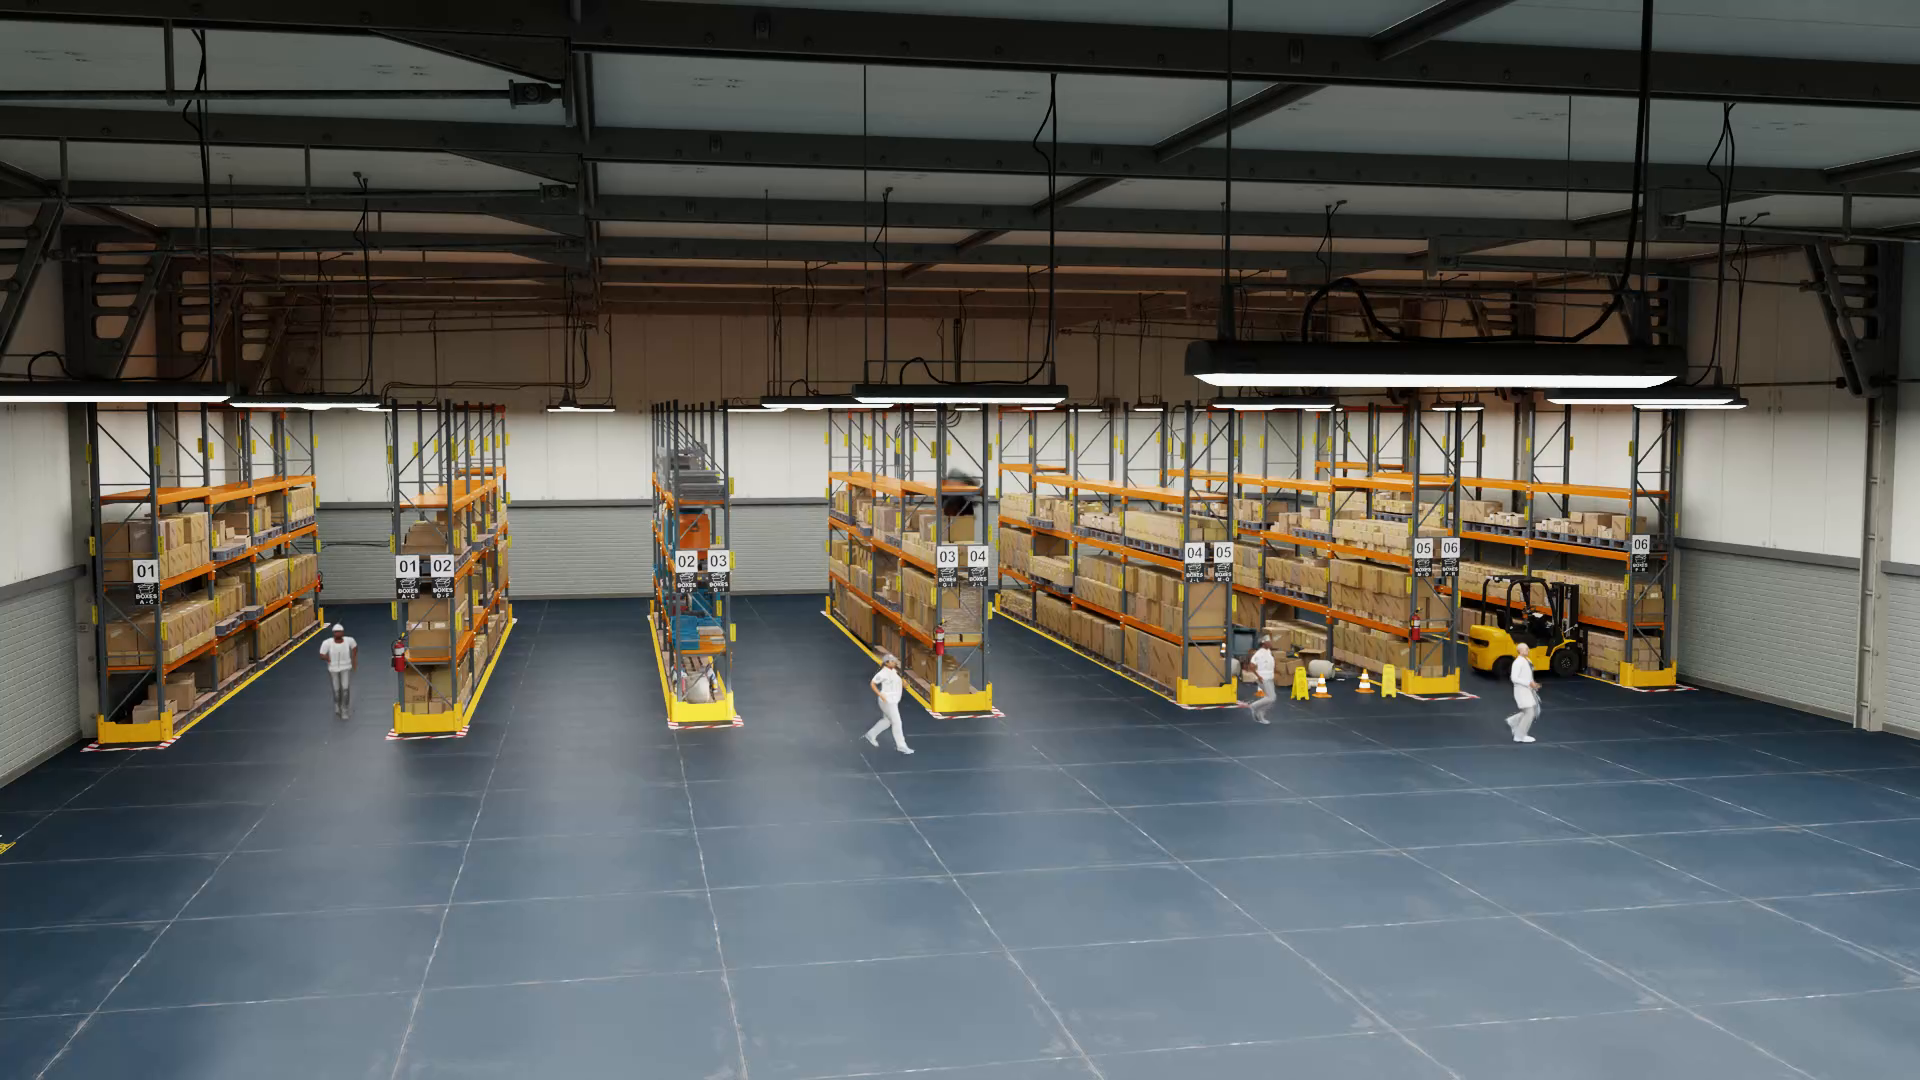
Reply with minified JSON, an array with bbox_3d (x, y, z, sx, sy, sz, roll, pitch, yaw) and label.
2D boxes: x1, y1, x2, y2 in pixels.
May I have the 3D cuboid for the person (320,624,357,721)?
[{"bbox_3d":[-11.739,2.465,31.411,0.640,1.796,0.890,-1,4,-15],"label":"person"}]

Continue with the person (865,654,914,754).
[{"bbox_3d":[-1.183,2.756,28.158,0.898,1.650,0.603,1,4,16],"label":"person"}]

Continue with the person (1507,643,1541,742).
[{"bbox_3d":[9.871,2.664,29.077,0.661,1.727,0.704,3,5,38],"label":"person"}]

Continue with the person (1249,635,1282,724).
[{"bbox_3d":[5.683,2.580,30.818,0.547,1.663,0.574,3,5,34],"label":"person"}]
